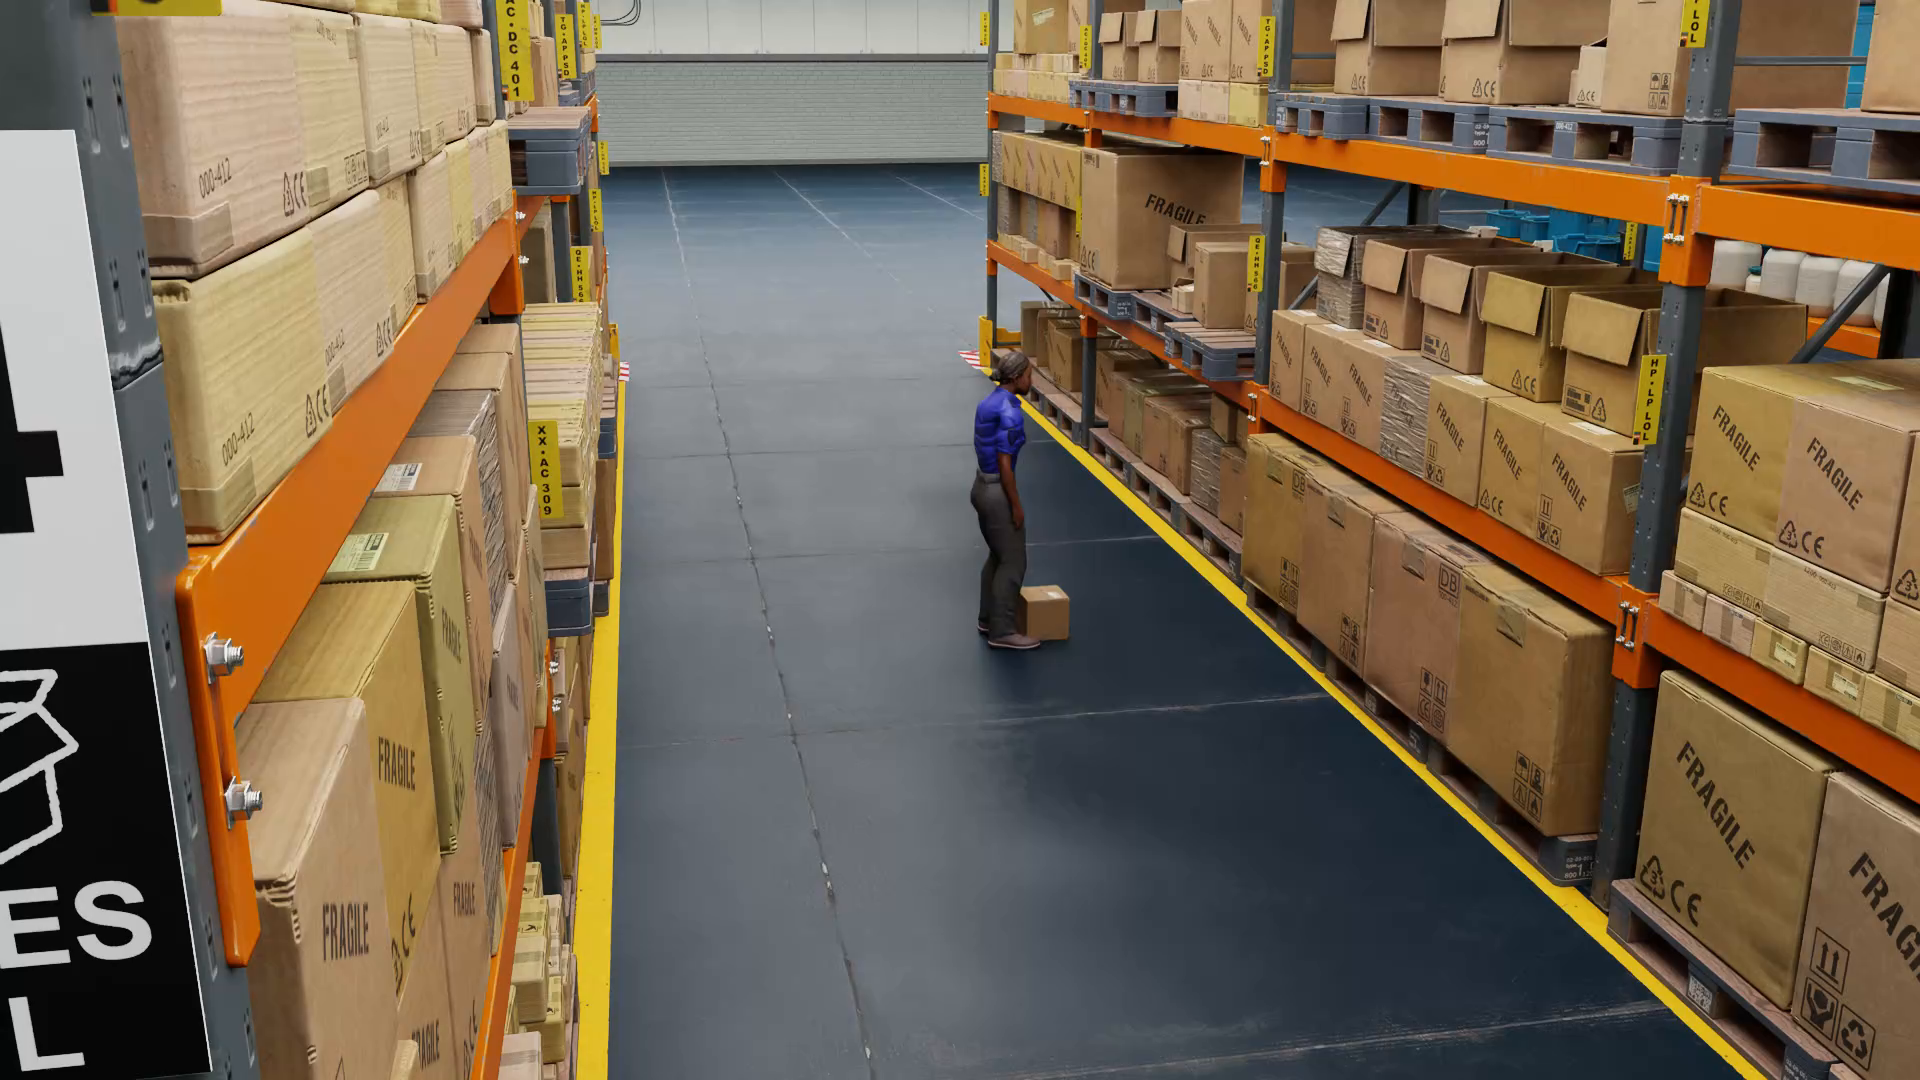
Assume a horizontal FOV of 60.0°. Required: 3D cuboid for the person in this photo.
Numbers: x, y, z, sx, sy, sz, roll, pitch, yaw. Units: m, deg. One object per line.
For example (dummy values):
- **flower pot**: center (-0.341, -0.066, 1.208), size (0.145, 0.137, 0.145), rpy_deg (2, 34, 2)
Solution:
- **person**: center (0.246, -0.233, 9.334), size (0.349, 1.653, 0.512), rpy_deg (-4, 17, -13)
